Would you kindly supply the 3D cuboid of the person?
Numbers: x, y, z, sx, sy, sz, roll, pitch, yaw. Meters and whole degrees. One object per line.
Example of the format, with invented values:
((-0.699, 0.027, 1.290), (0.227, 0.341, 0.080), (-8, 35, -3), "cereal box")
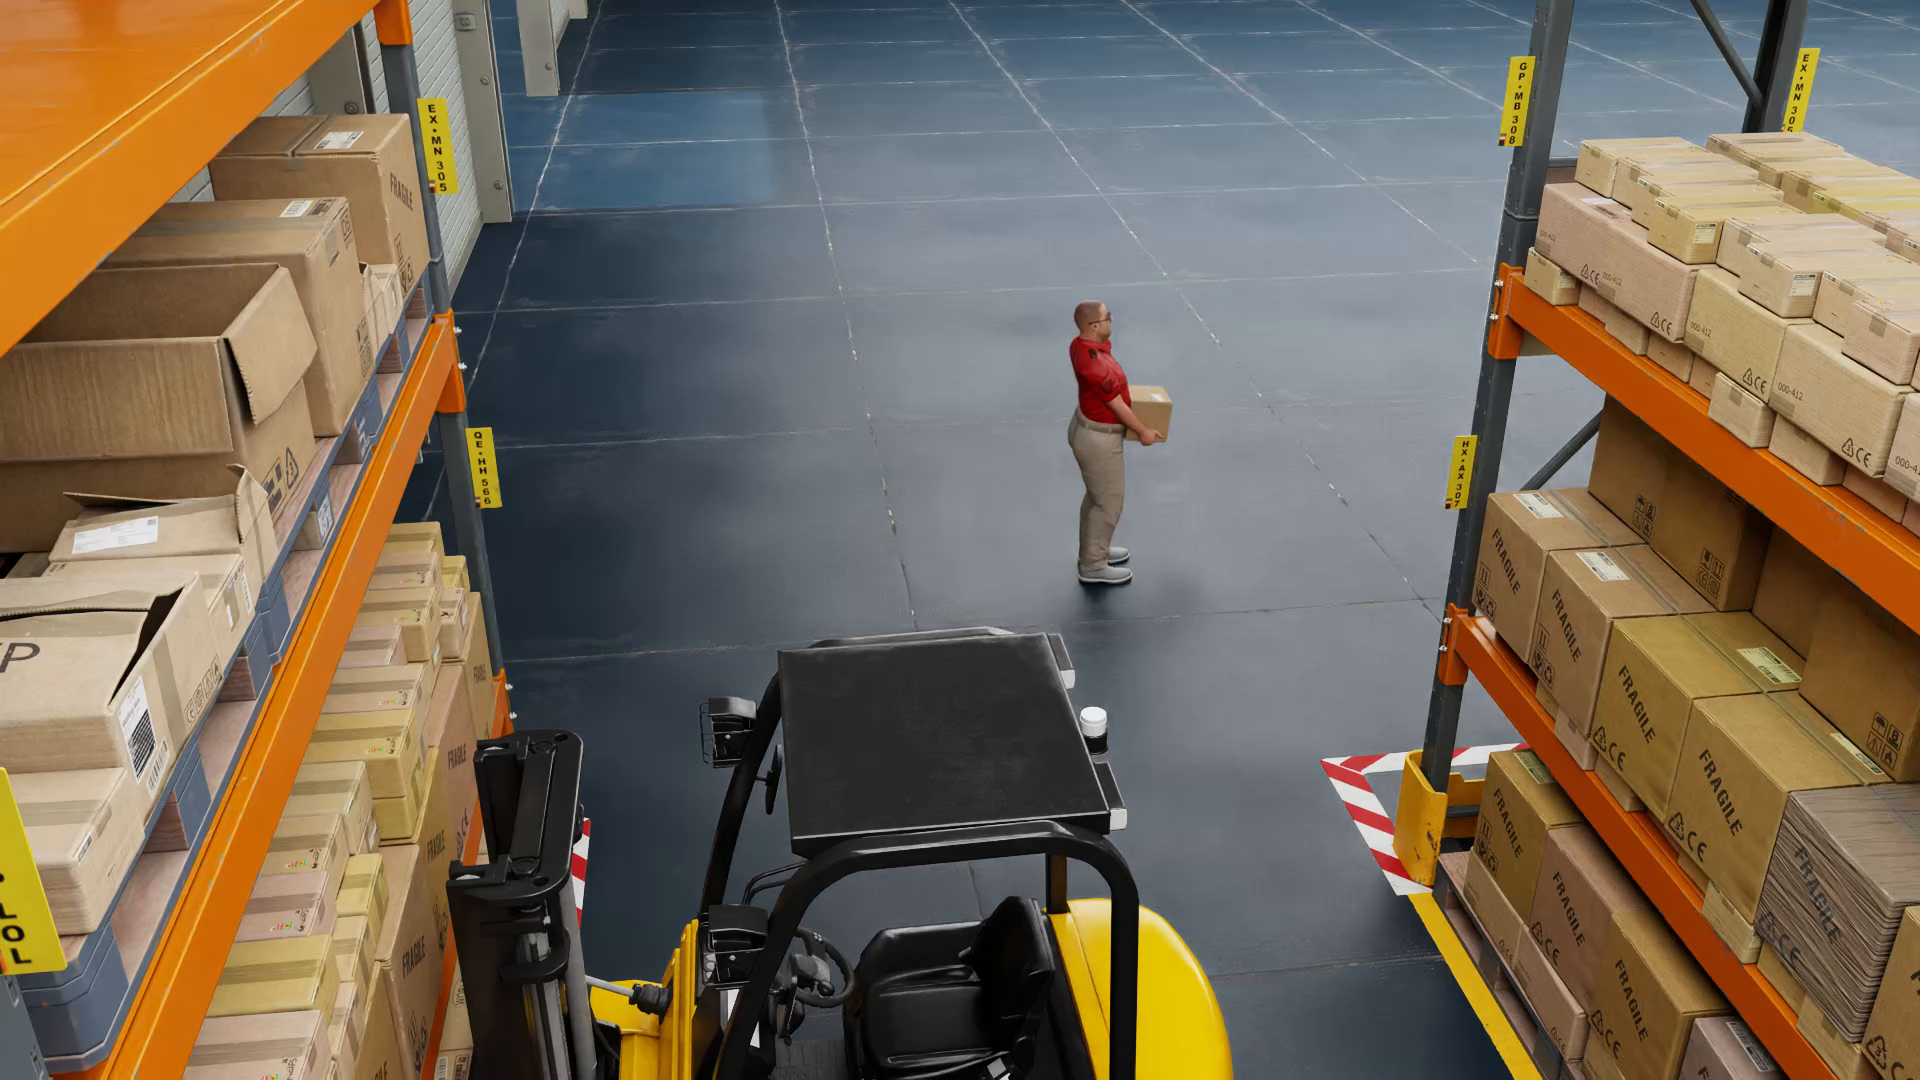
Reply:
((0.893, -0.599, 9.811), (0.521, 1.726, 0.511), (-4, 27, -7), "person")
